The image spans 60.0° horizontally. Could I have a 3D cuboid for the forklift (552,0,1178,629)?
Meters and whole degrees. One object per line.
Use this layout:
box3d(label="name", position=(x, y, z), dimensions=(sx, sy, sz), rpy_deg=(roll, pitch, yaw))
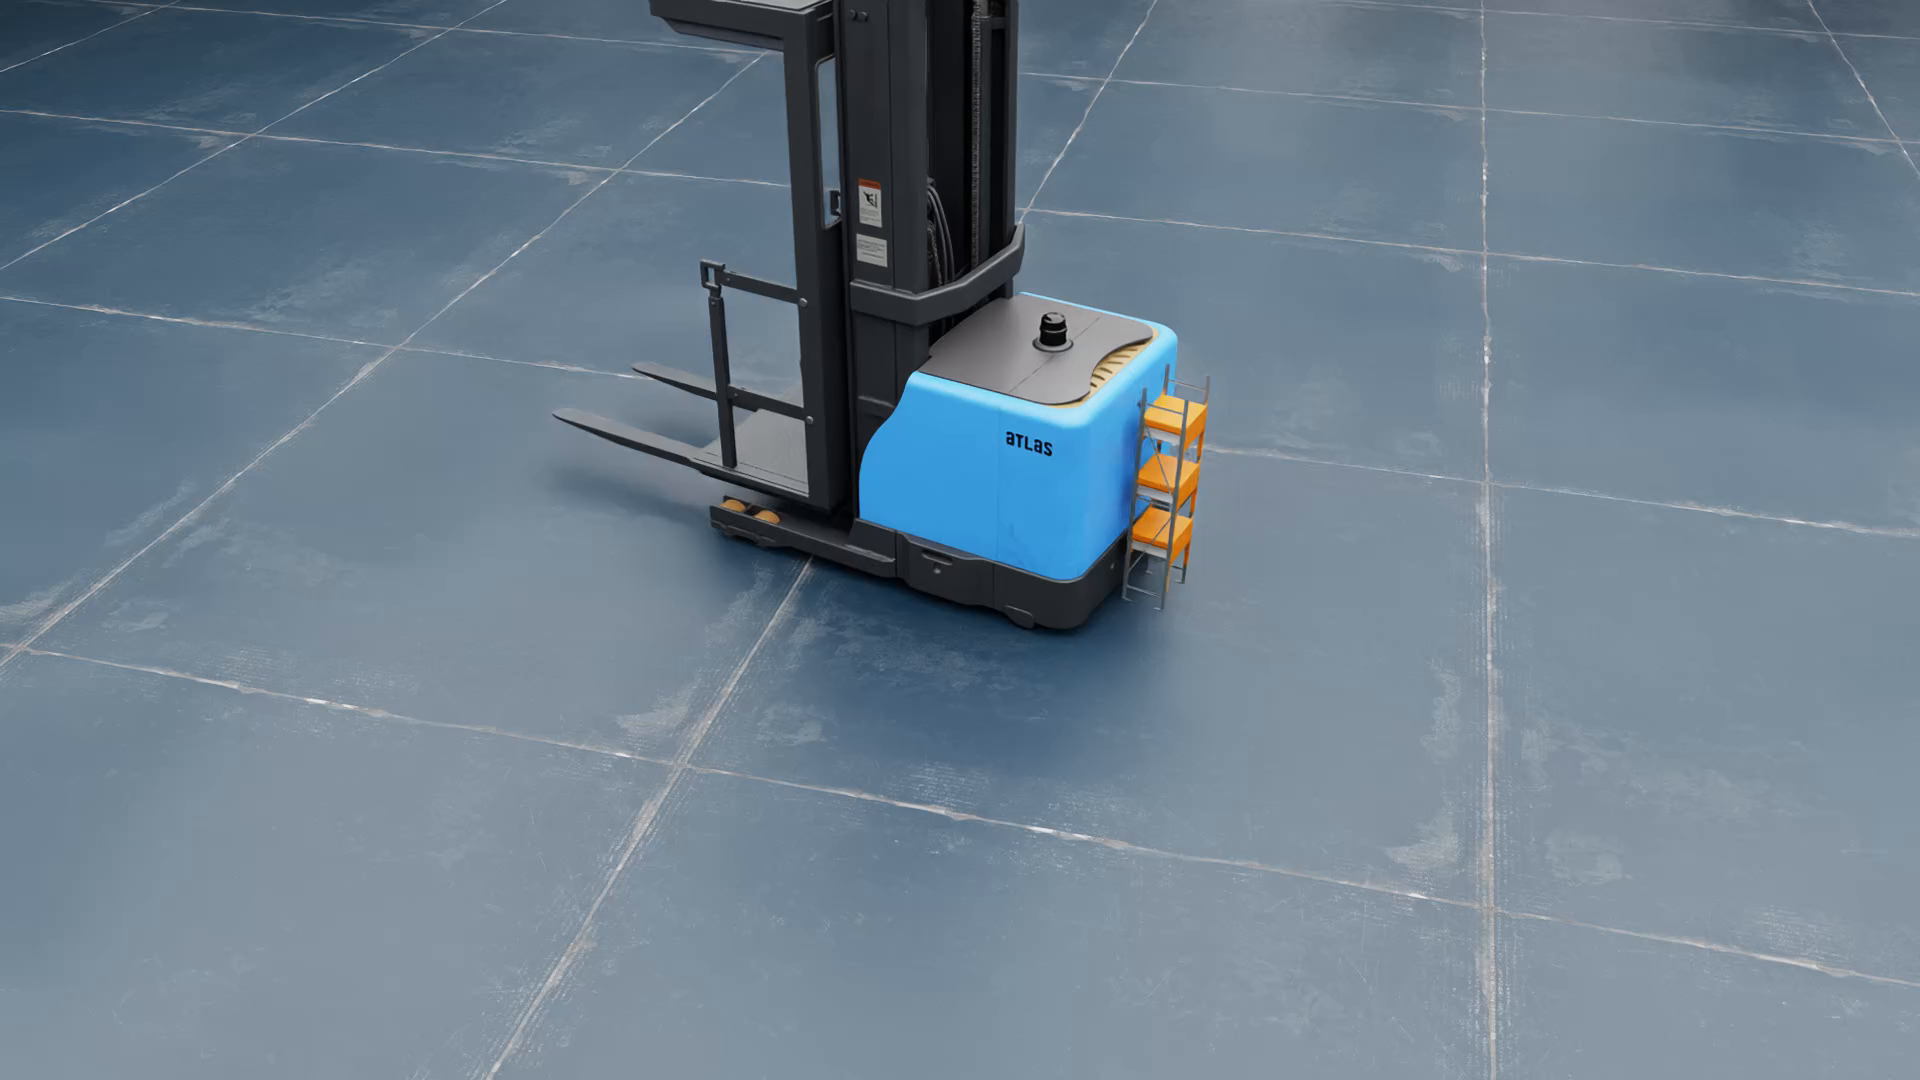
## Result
box3d(label="forklift", position=(-0.574, -1.430, 7.268), dimensions=(3.031, 2.935, 1.130), rpy_deg=(17, 36, 25))

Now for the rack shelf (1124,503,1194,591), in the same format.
box3d(label="rack shelf", position=(0.866, 0.029, 7.257), dimensions=(0.215, 0.259, 0.240), rpy_deg=(18, 37, 23))

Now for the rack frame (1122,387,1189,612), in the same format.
box3d(label="rack frame", position=(0.817, -0.154, 7.007), dimensions=(0.200, 1.050, 0.008), rpy_deg=(18, 37, 23))

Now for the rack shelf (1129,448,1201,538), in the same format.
box3d(label="rack shelf", position=(0.875, -0.203, 7.104), dimensions=(0.215, 0.259, 0.240), rpy_deg=(18, 37, 23))

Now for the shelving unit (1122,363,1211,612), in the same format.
box3d(label="shelving unit", position=(0.875, -0.212, 7.098), dimensions=(0.215, 1.050, 0.252), rpy_deg=(18, 37, 23))

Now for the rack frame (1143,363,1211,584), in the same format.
box3d(label="rack frame", position=(0.933, -0.270, 7.188), dimensions=(0.200, 1.050, 0.008), rpy_deg=(18, 37, 23))

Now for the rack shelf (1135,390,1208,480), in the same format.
box3d(label="rack shelf", position=(0.883, -0.440, 6.948), dimensions=(0.215, 0.259, 0.240), rpy_deg=(18, 37, 23))
